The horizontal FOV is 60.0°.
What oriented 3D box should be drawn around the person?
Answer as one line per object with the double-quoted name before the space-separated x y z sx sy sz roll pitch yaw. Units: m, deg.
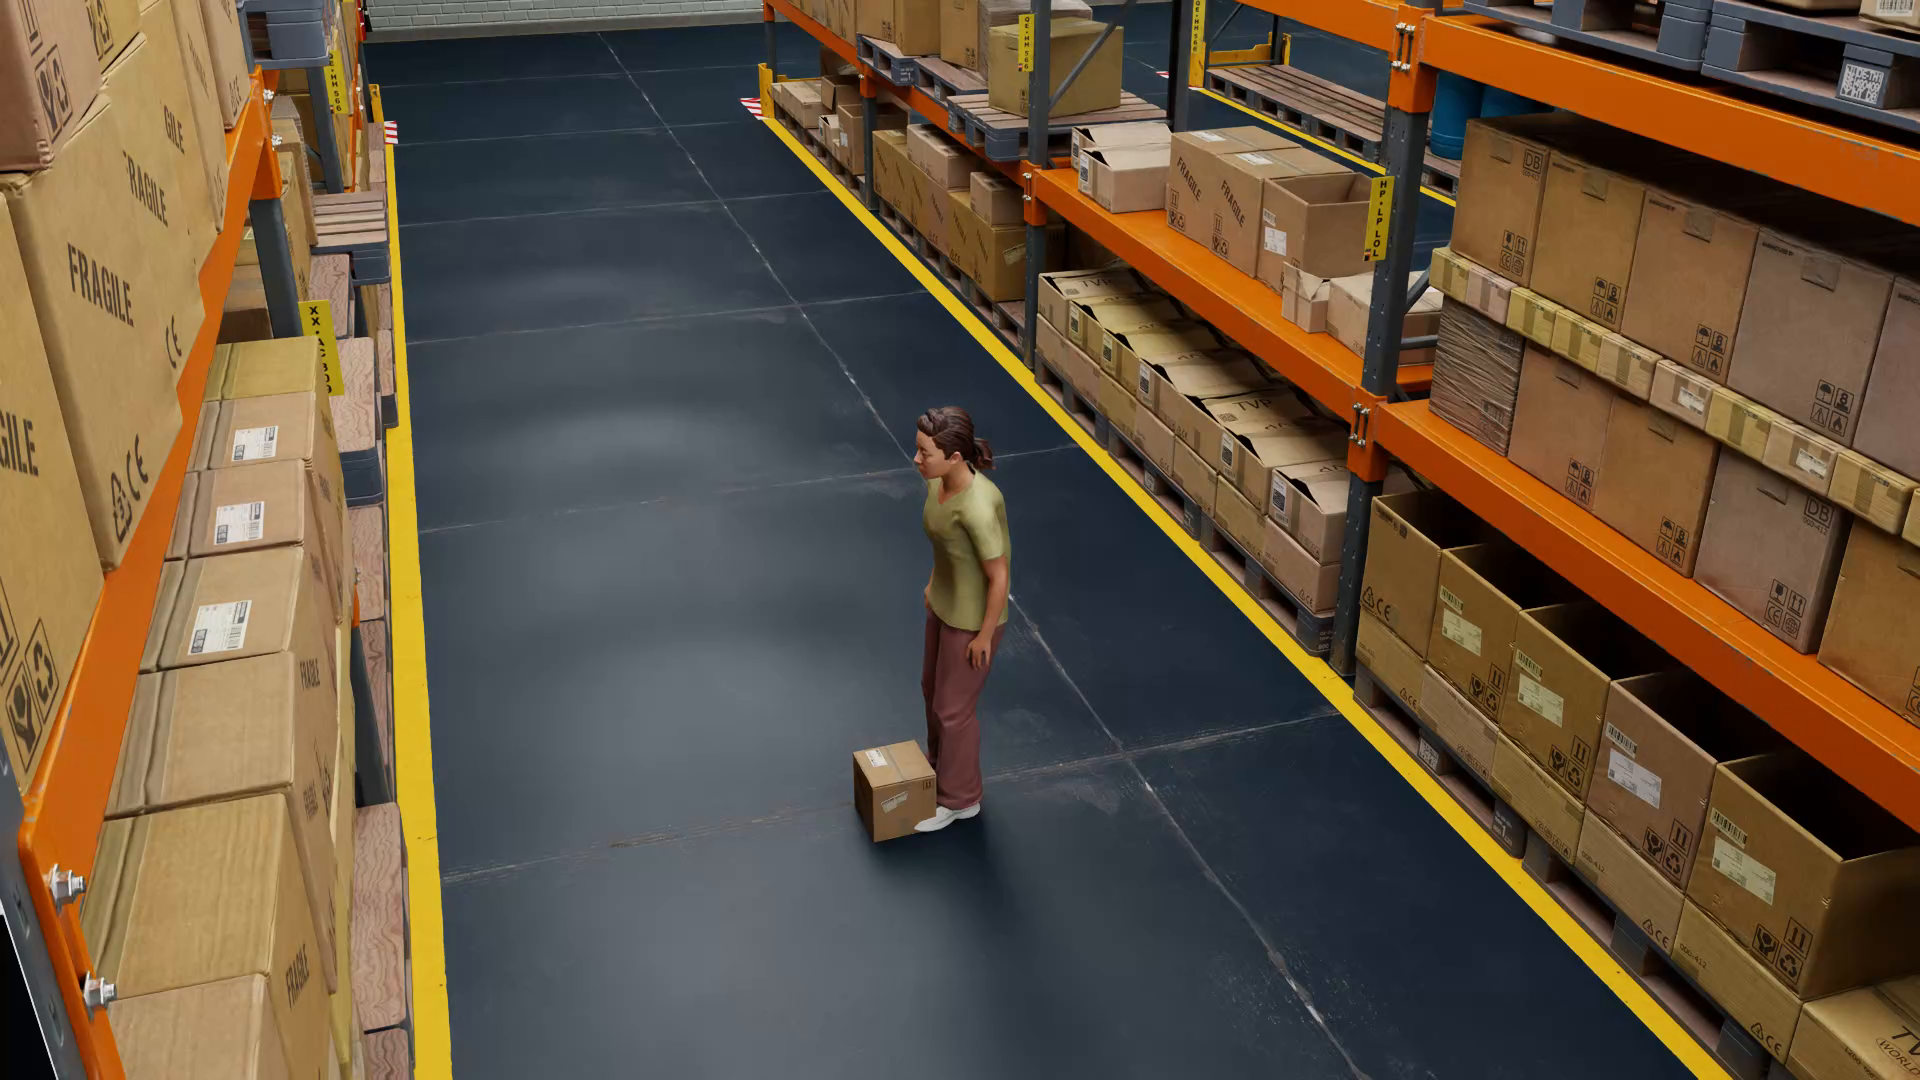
"person" -0.038 0.281 6.051 0.415 1.671 0.521 -10 28 -19
